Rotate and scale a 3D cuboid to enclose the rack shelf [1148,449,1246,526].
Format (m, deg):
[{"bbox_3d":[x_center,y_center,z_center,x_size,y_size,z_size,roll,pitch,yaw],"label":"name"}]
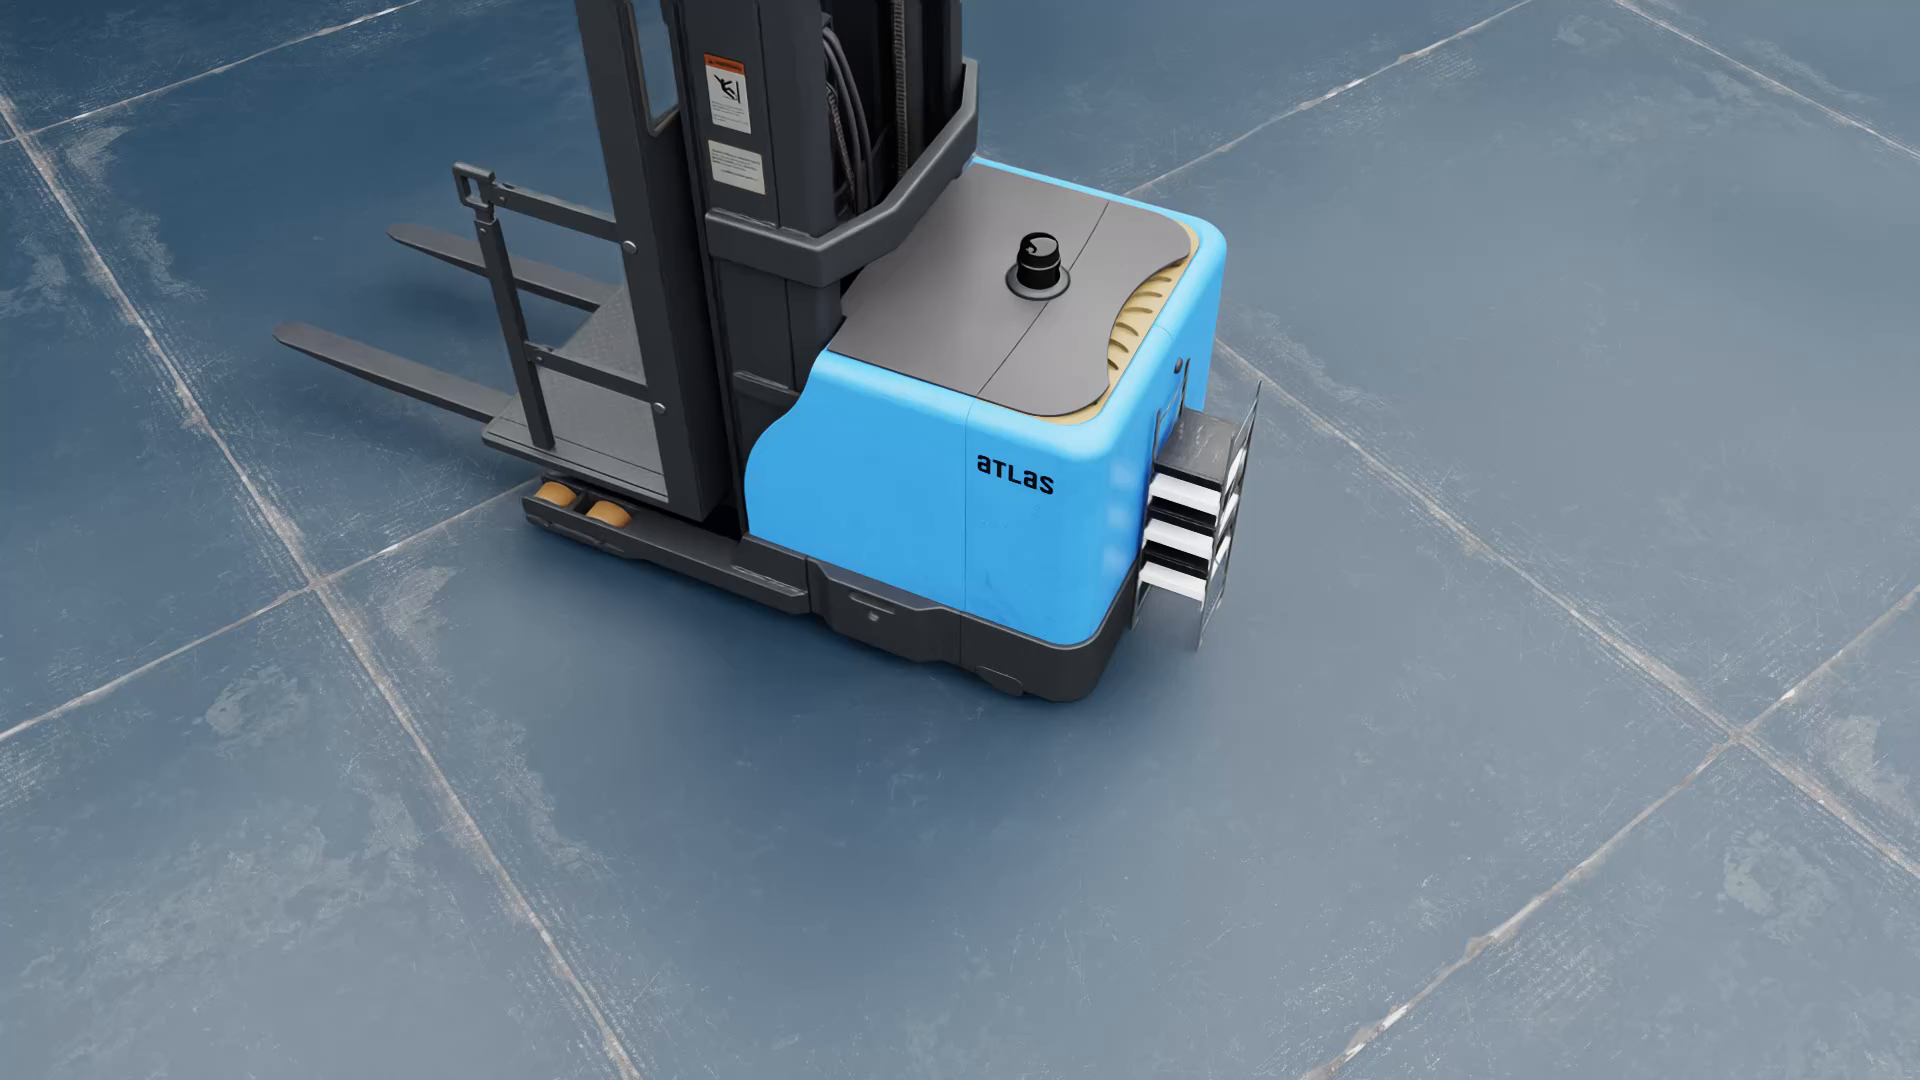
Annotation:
[{"bbox_3d":[0.660,-0.176,4.604,0.200,0.077,0.258,19,51,17],"label":"rack shelf"}]

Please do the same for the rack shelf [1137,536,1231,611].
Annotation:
[{"bbox_3d":[0.660,0.065,4.871,0.200,0.077,0.258,19,51,17],"label":"rack shelf"}]

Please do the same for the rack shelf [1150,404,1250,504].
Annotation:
[{"bbox_3d":[0.660,-0.237,4.538,0.200,0.077,0.258,19,51,17],"label":"rack shelf"}]

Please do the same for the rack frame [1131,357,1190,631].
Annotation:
[{"bbox_3d":[0.568,-0.110,4.742,0.006,0.900,0.240,19,51,17],"label":"rack frame"}]

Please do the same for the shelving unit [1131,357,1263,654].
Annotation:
[{"bbox_3d":[0.660,-0.078,4.713,0.210,0.900,0.258,19,51,17],"label":"shelving unit"}]

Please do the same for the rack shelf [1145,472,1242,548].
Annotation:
[{"bbox_3d":[0.660,-0.116,4.671,0.200,0.077,0.258,19,51,17],"label":"rack shelf"}]

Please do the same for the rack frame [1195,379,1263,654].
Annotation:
[{"bbox_3d":[0.752,-0.046,4.684,0.006,0.900,0.240,19,51,17],"label":"rack frame"}]

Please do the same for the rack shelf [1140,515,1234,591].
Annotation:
[{"bbox_3d":[0.660,0.005,4.805,0.200,0.077,0.258,19,51,17],"label":"rack shelf"}]

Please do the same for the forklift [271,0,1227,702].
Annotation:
[{"bbox_3d":[-0.805,-1.278,4.430,3.031,2.935,1.130,19,51,17],"label":"forklift"}]

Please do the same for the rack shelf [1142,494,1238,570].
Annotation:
[{"bbox_3d":[0.660,-0.055,4.738,0.200,0.077,0.258,19,51,17],"label":"rack shelf"}]
